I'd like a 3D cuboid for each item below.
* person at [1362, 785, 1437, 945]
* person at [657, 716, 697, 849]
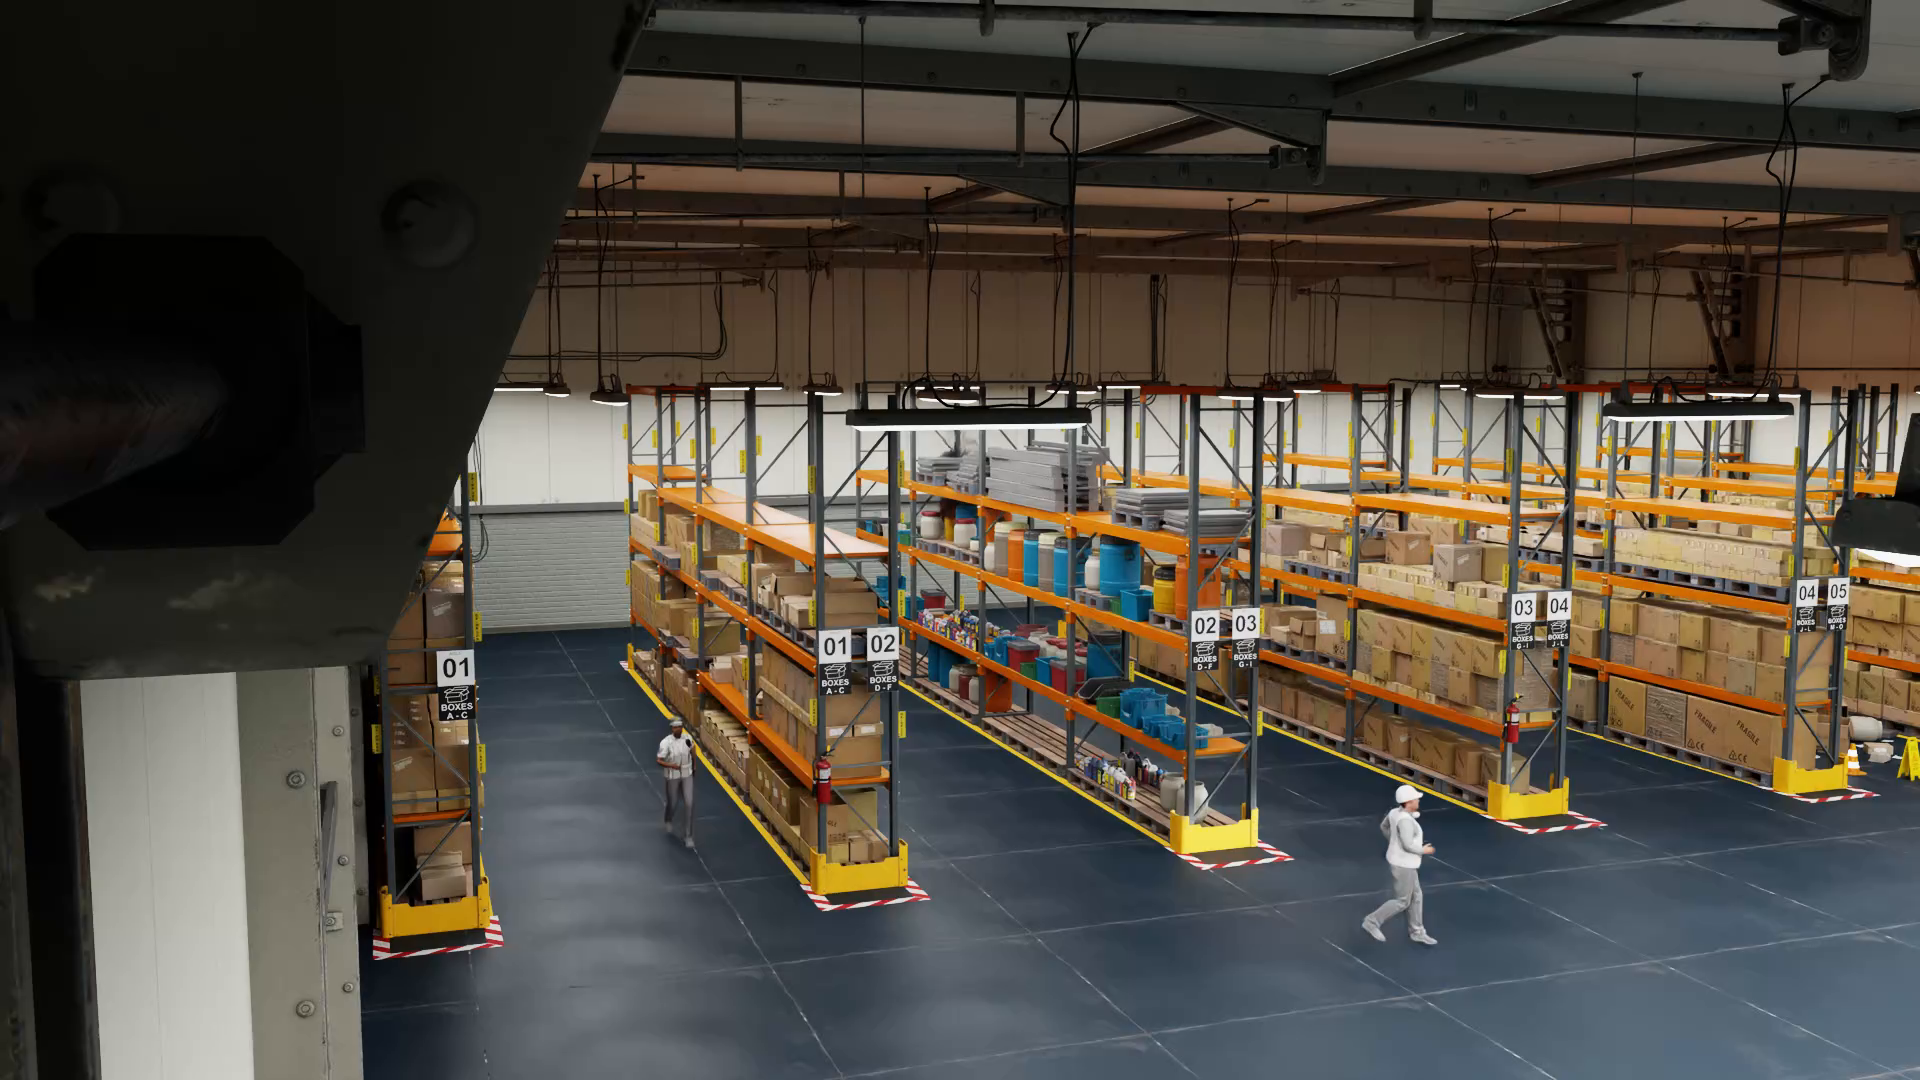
[{"bbox_3d":[4.842,3.567,18.244,0.847,1.793,0.681,0,6,4],"label":"person"},{"bbox_3d":[-3.776,3.195,22.270,0.587,1.725,0.895,-3,6,-23],"label":"person"}]
